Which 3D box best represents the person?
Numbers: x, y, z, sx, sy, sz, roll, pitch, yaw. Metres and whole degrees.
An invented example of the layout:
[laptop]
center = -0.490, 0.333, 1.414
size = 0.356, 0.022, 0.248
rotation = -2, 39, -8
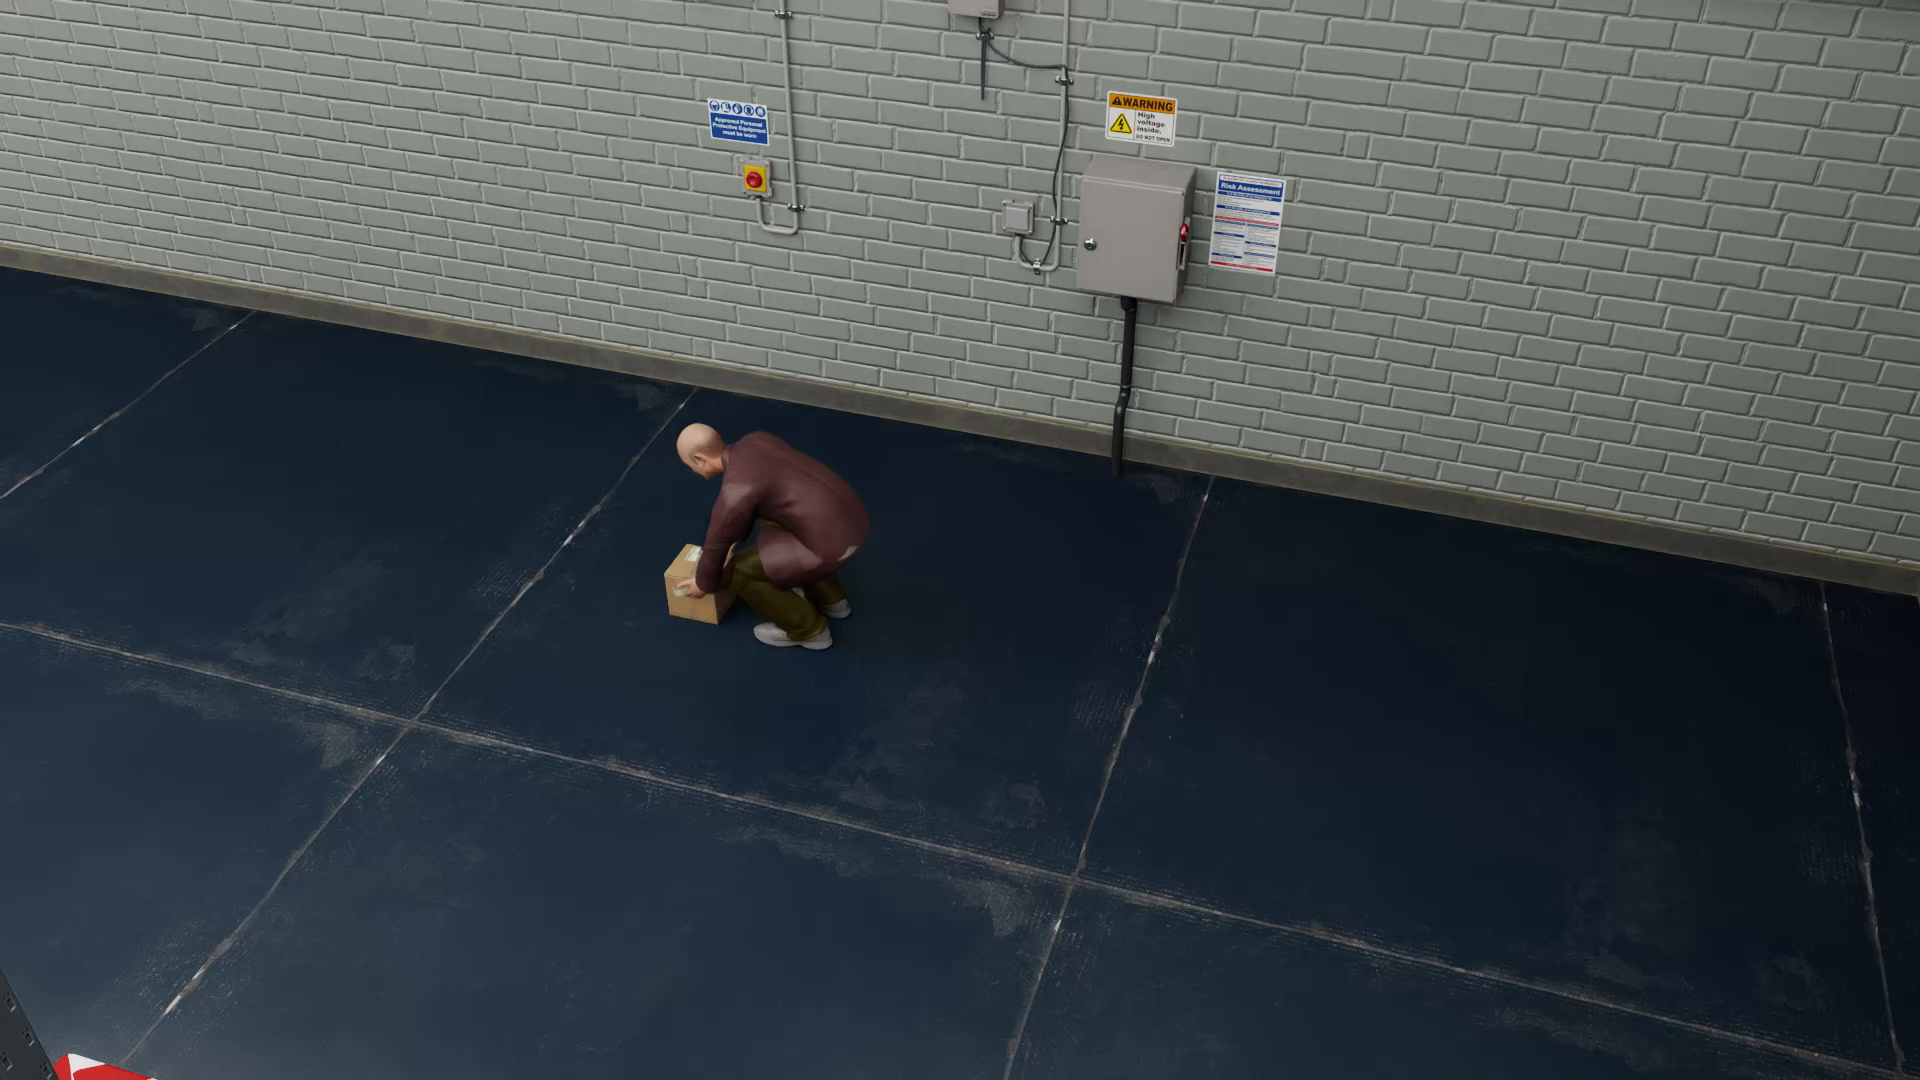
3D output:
[person]
center = -0.841, -0.036, 7.547
size = 0.877, 1.072, 0.614
rotation = 11, 38, 14
